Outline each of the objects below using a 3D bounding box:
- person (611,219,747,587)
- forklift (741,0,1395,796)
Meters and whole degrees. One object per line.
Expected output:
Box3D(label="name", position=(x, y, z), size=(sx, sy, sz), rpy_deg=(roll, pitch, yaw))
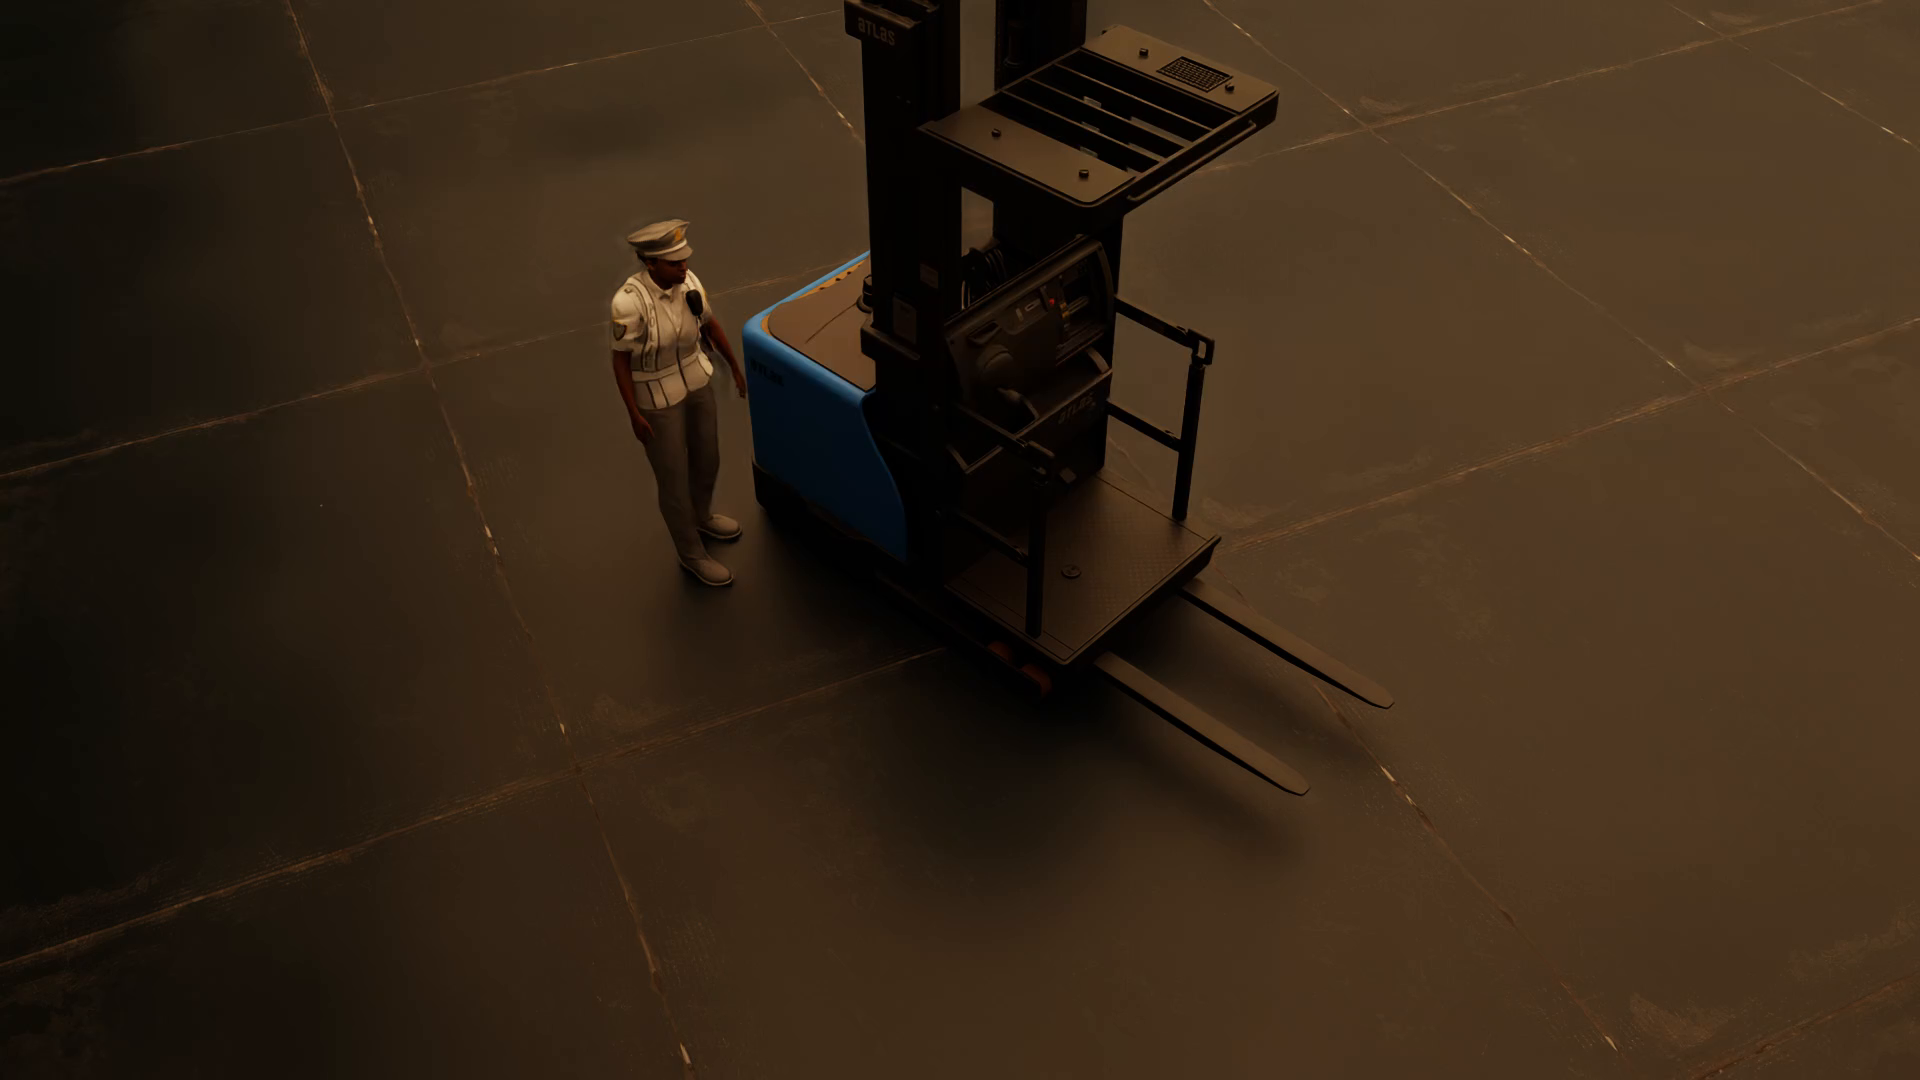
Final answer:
Box3D(label="person", position=(-1.154, -0.615, 7.270), size=(0.587, 1.677, 0.616), rpy_deg=(32, 52, 30))
Box3D(label="forklift", position=(0.445, -0.788, 6.525), size=(3.031, 2.935, 1.130), rpy_deg=(32, 52, 30))
